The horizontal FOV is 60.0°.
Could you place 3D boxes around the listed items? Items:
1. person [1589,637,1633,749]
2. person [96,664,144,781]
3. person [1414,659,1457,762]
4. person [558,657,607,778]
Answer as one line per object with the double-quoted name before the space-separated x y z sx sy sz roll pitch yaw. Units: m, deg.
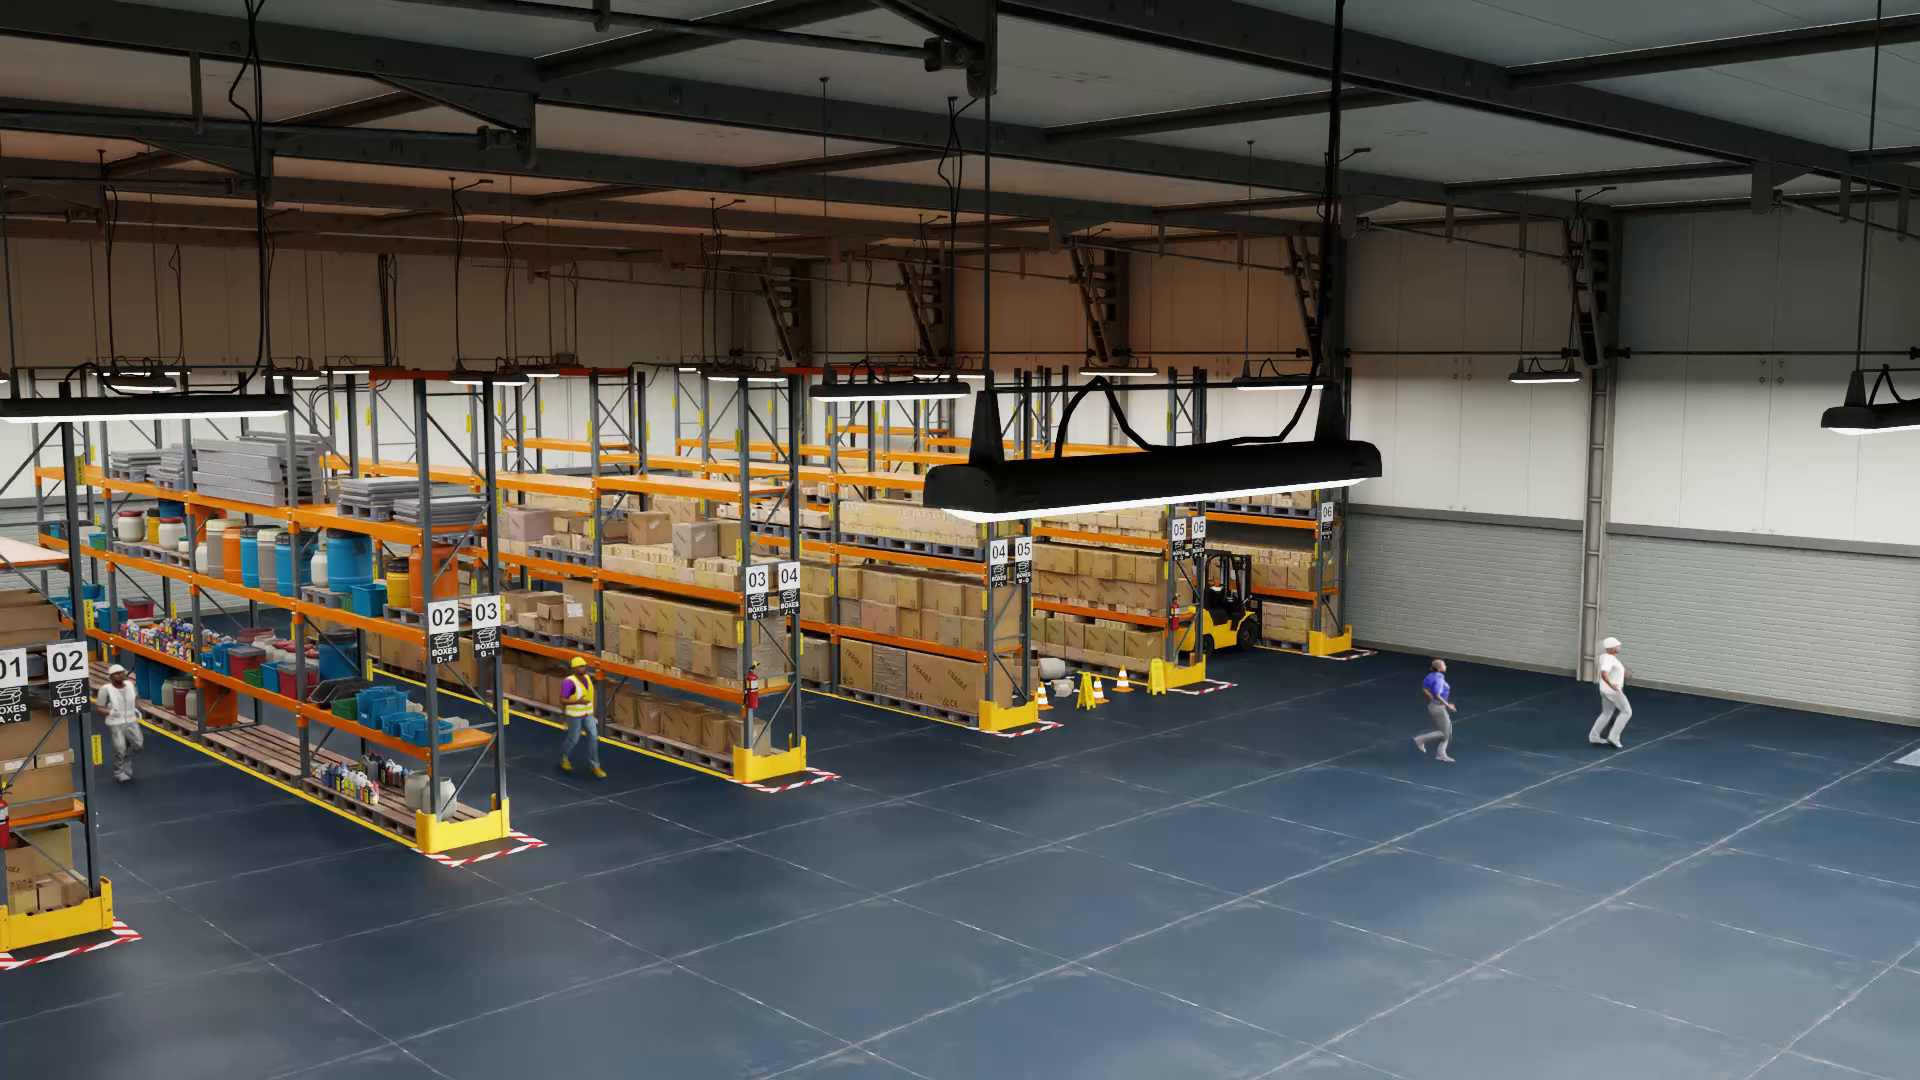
"person" 10.469 2.458 26.653 0.696 1.809 0.674 0 6 0
"person" -12.320 2.697 24.488 0.589 1.737 0.656 5 8 37
"person" 7.356 2.641 25.755 0.647 1.628 0.584 0 6 -4
"person" -5.706 2.636 24.855 0.883 1.805 0.689 5 8 38
